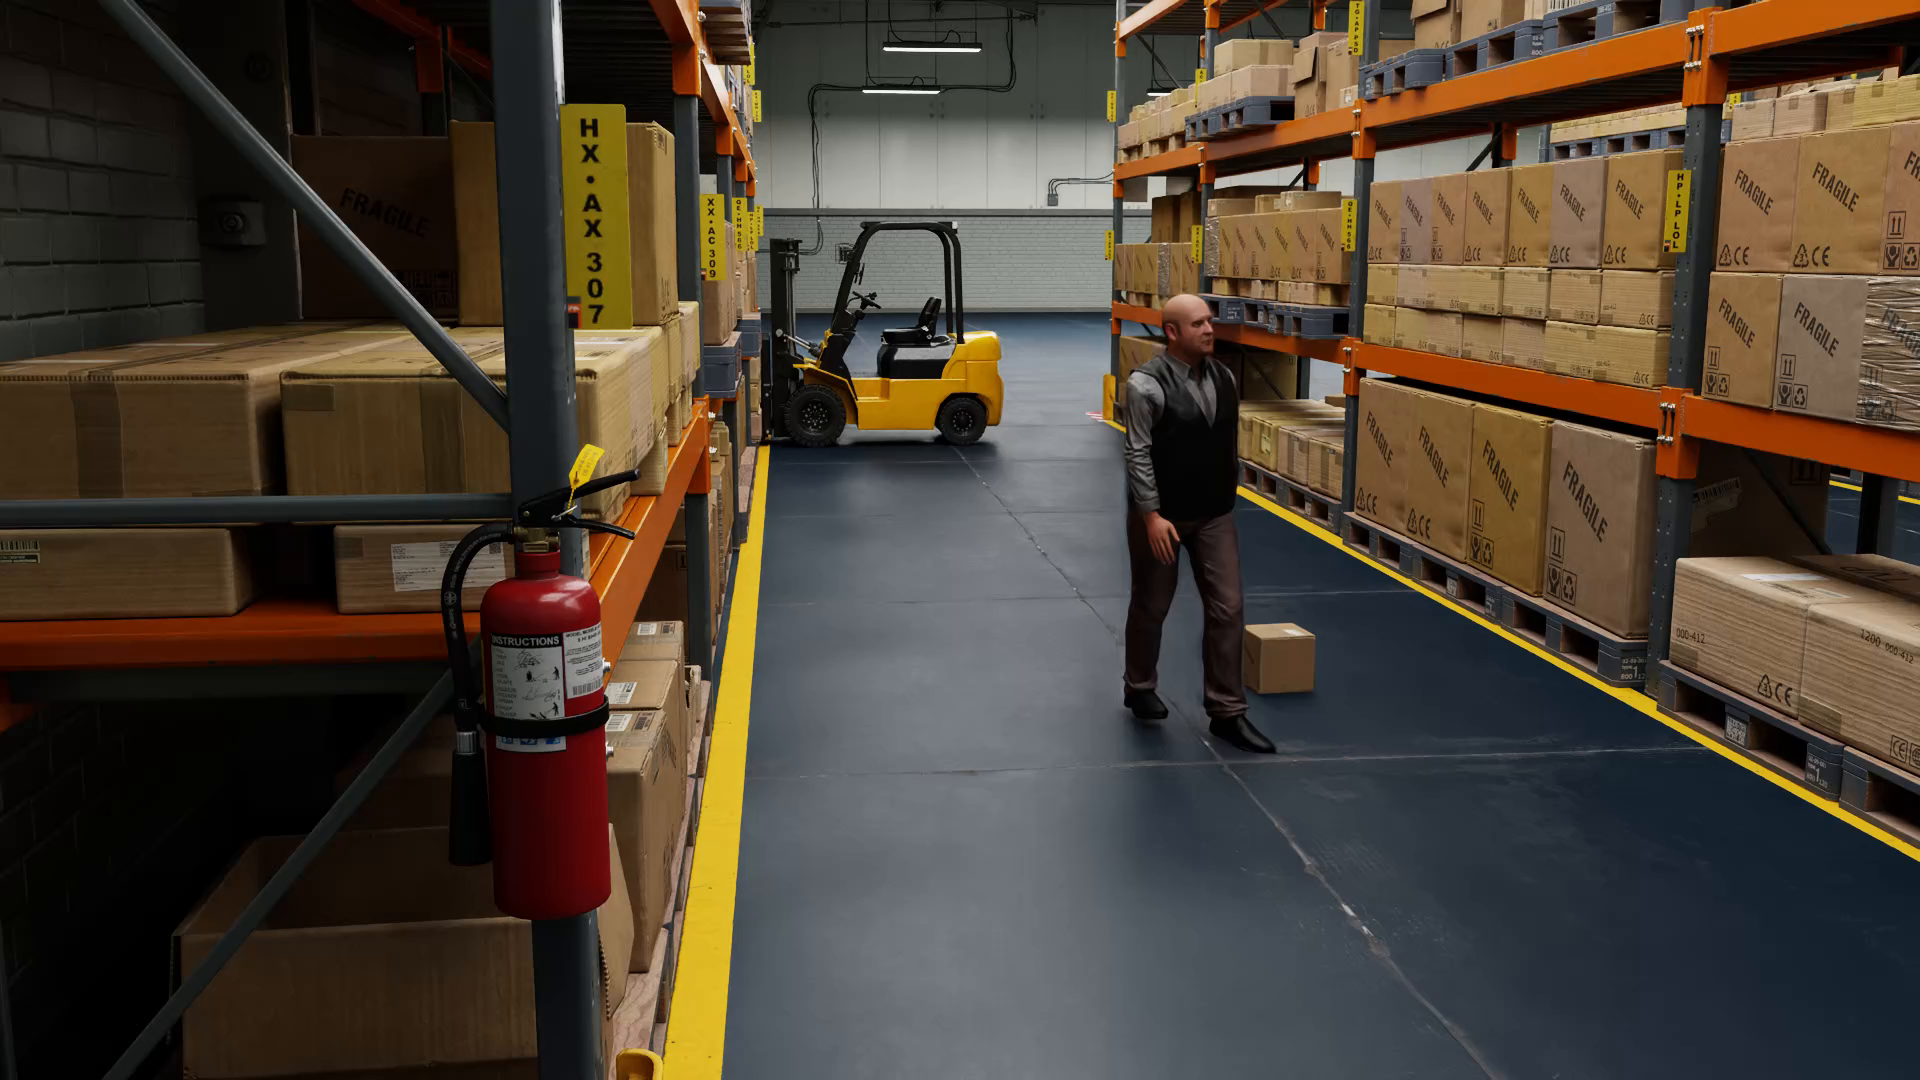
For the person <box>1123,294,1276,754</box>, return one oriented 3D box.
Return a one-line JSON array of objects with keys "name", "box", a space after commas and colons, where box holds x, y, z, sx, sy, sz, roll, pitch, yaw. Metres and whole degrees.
[{"name": "person", "box": [0.857, -0.075, 6.431, 0.537, 1.735, 0.732, -4, 11, -21]}]
